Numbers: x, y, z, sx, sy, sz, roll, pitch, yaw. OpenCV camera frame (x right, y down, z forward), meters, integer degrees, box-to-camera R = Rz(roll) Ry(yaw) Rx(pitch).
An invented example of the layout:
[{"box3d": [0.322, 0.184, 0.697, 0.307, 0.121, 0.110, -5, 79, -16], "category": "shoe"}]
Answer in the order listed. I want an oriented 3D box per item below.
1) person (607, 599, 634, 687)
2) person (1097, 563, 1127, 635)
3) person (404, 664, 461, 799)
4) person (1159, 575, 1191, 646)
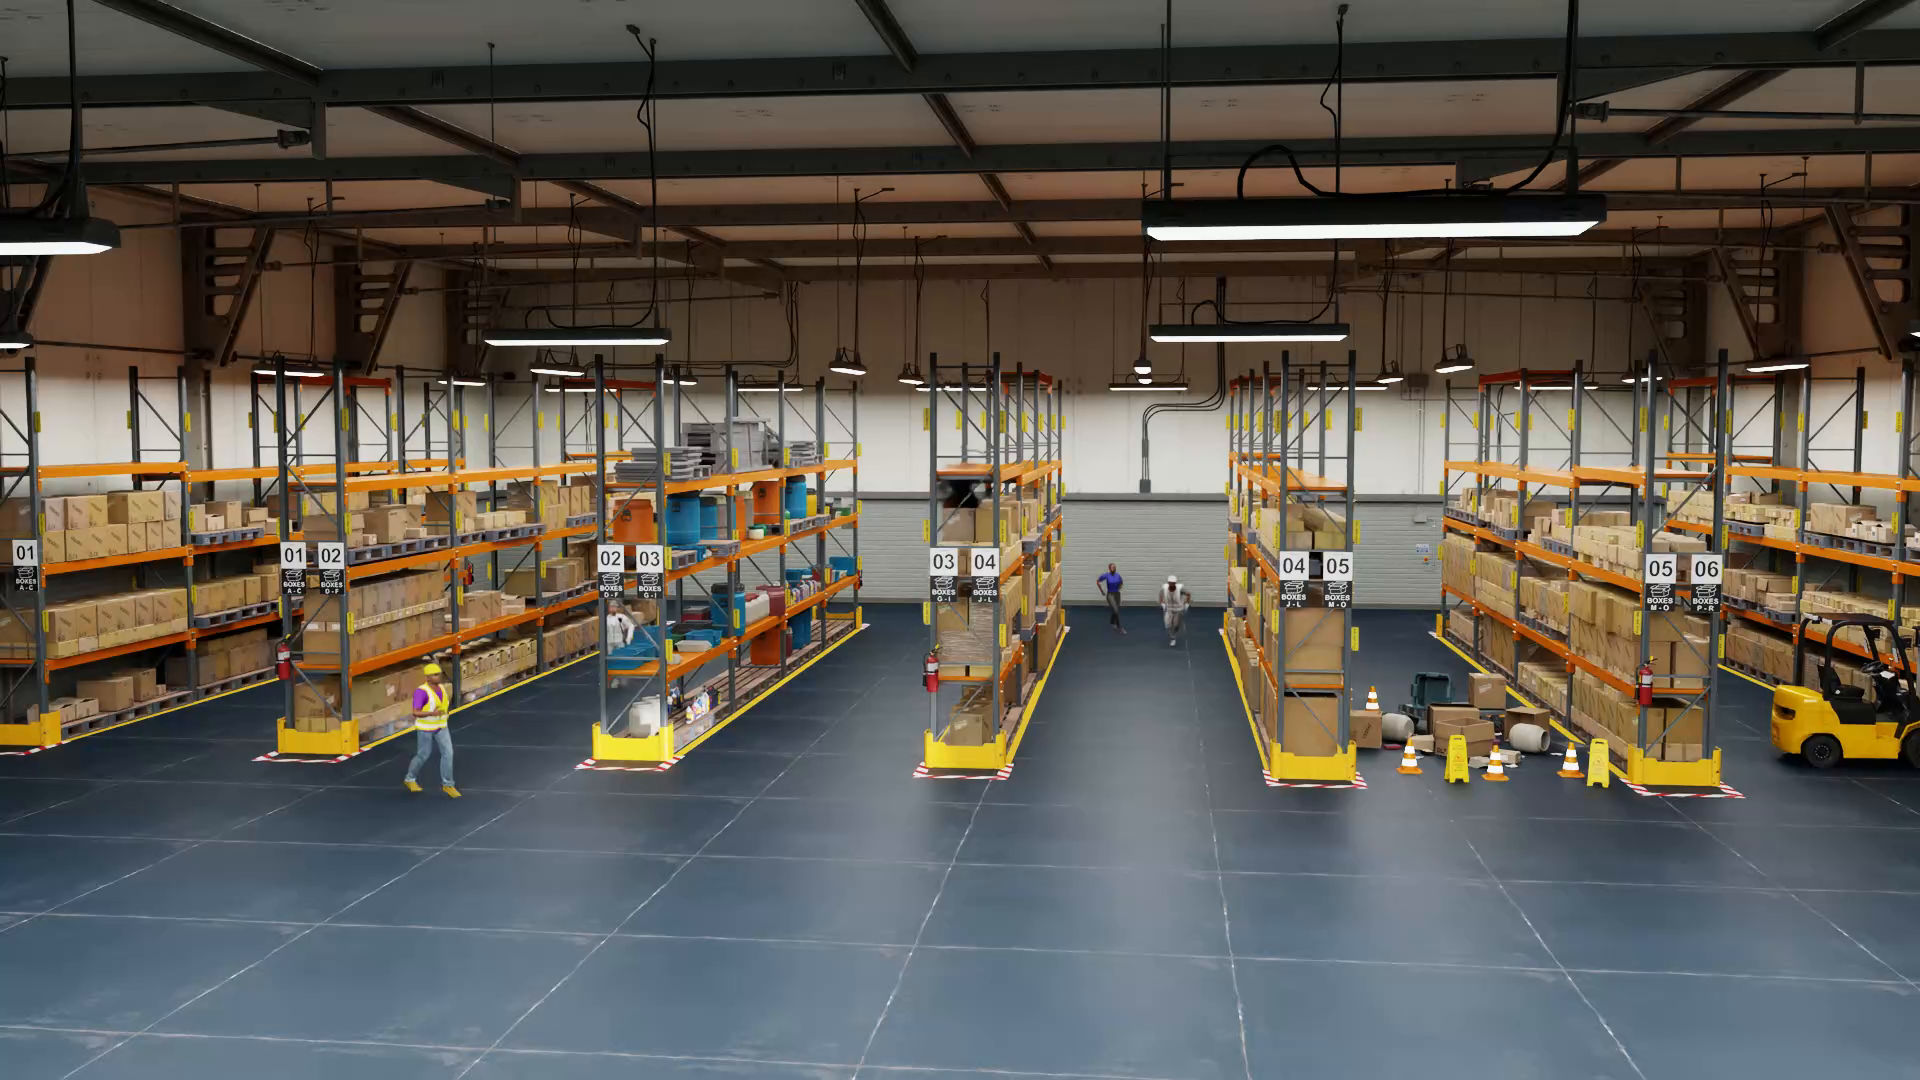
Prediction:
[{"box3d": [-6.473, 1.951, 31.253, 0.616, 1.678, 0.612, 0, 4, -2], "category": "person"}, {"box3d": [3.621, 1.375, 39.544, 0.601, 1.670, 0.881, -2, 4, -24], "category": "person"}, {"box3d": [-7.080, 2.541, 22.216, 0.872, 1.800, 0.644, 2, 5, 31], "category": "person"}, {"box3d": [4.827, 1.573, 37.341, 0.701, 1.619, 0.943, 1, 4, 15], "category": "person"}]
